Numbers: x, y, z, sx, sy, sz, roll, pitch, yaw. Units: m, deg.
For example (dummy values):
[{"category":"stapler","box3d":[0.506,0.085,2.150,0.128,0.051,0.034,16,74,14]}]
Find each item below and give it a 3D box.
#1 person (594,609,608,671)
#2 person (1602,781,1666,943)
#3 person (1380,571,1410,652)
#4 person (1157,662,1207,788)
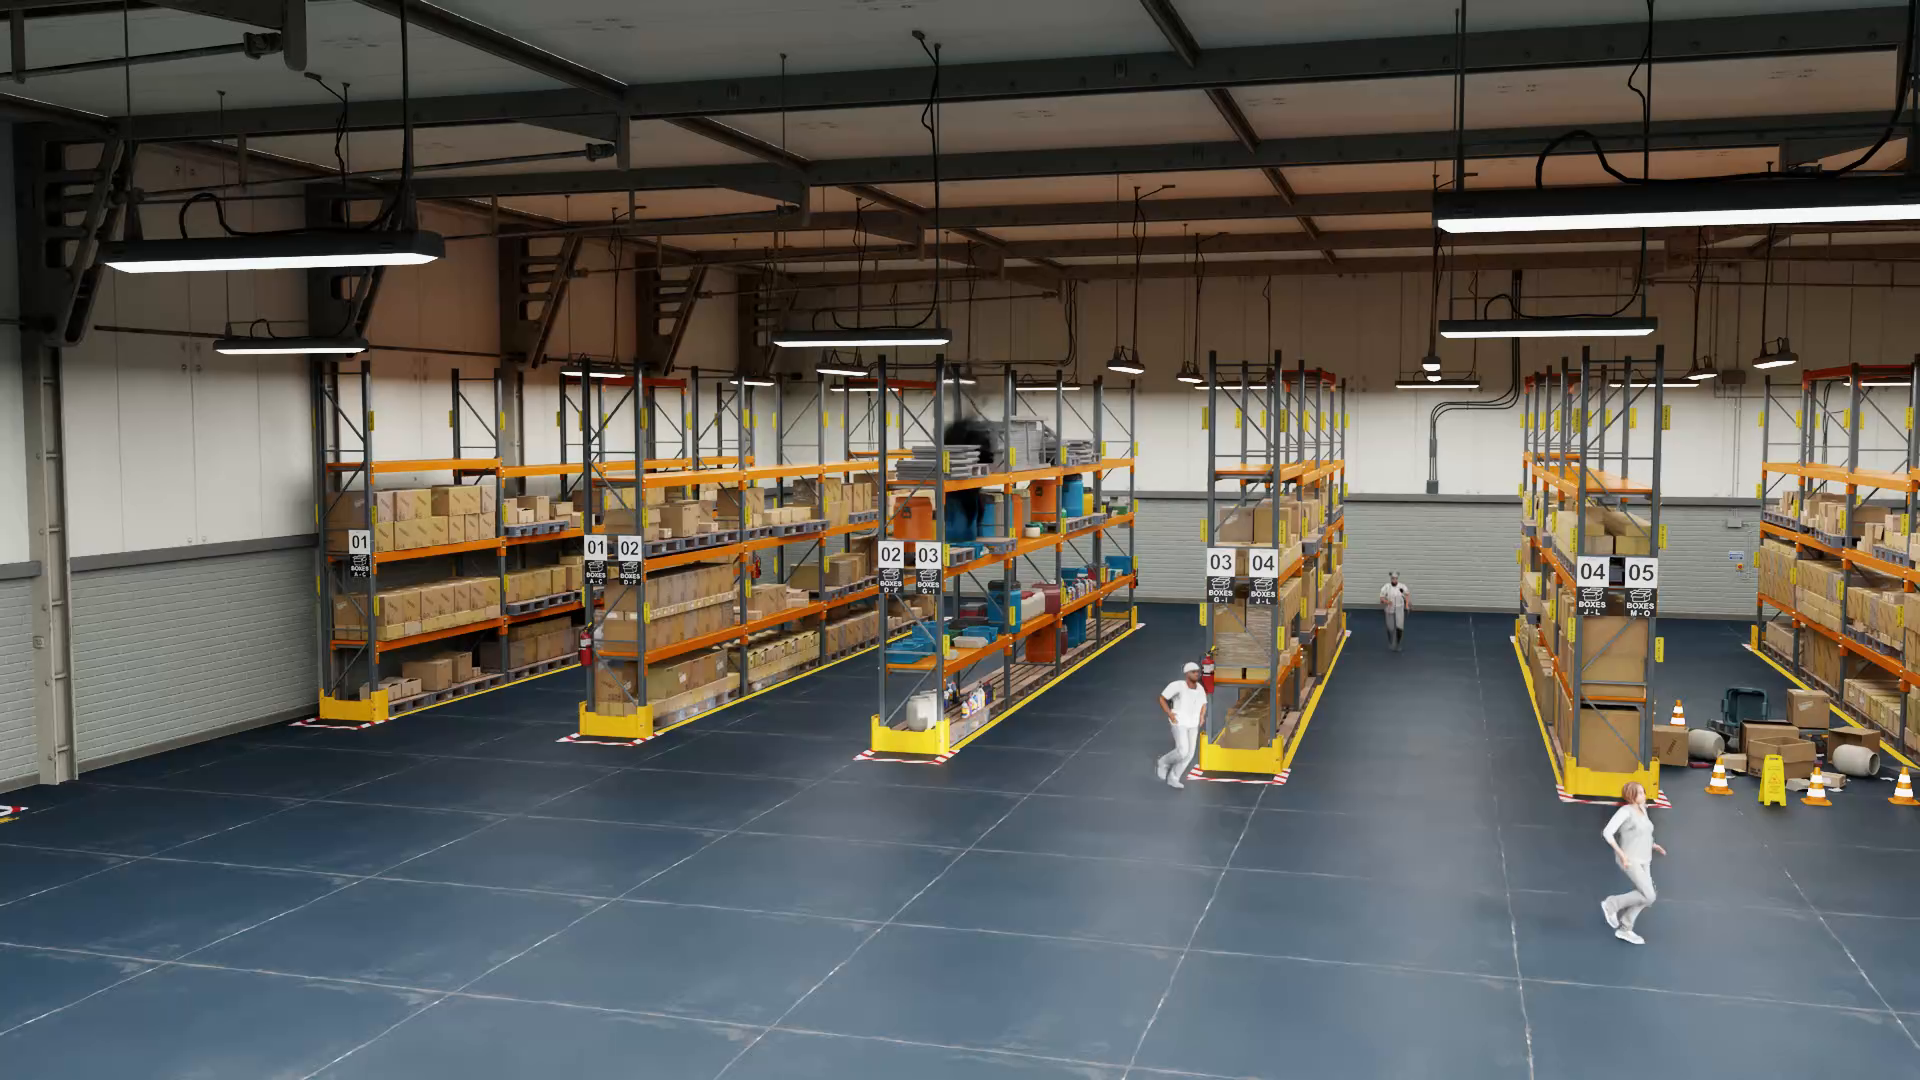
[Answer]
[{"category":"person","box3d":[-6.375,2.071,29.365,0.590,1.740,0.726,1,4,14]},{"category":"person","box3d":[6.478,3.093,15.963,0.542,1.558,0.539,-4,5,-41]},{"category":"person","box3d":[9.426,1.554,36.053,0.636,1.772,0.781,1,4,14]},{"category":"person","box3d":[3.099,2.524,22.796,0.707,1.707,0.511,-2,5,-28]}]
